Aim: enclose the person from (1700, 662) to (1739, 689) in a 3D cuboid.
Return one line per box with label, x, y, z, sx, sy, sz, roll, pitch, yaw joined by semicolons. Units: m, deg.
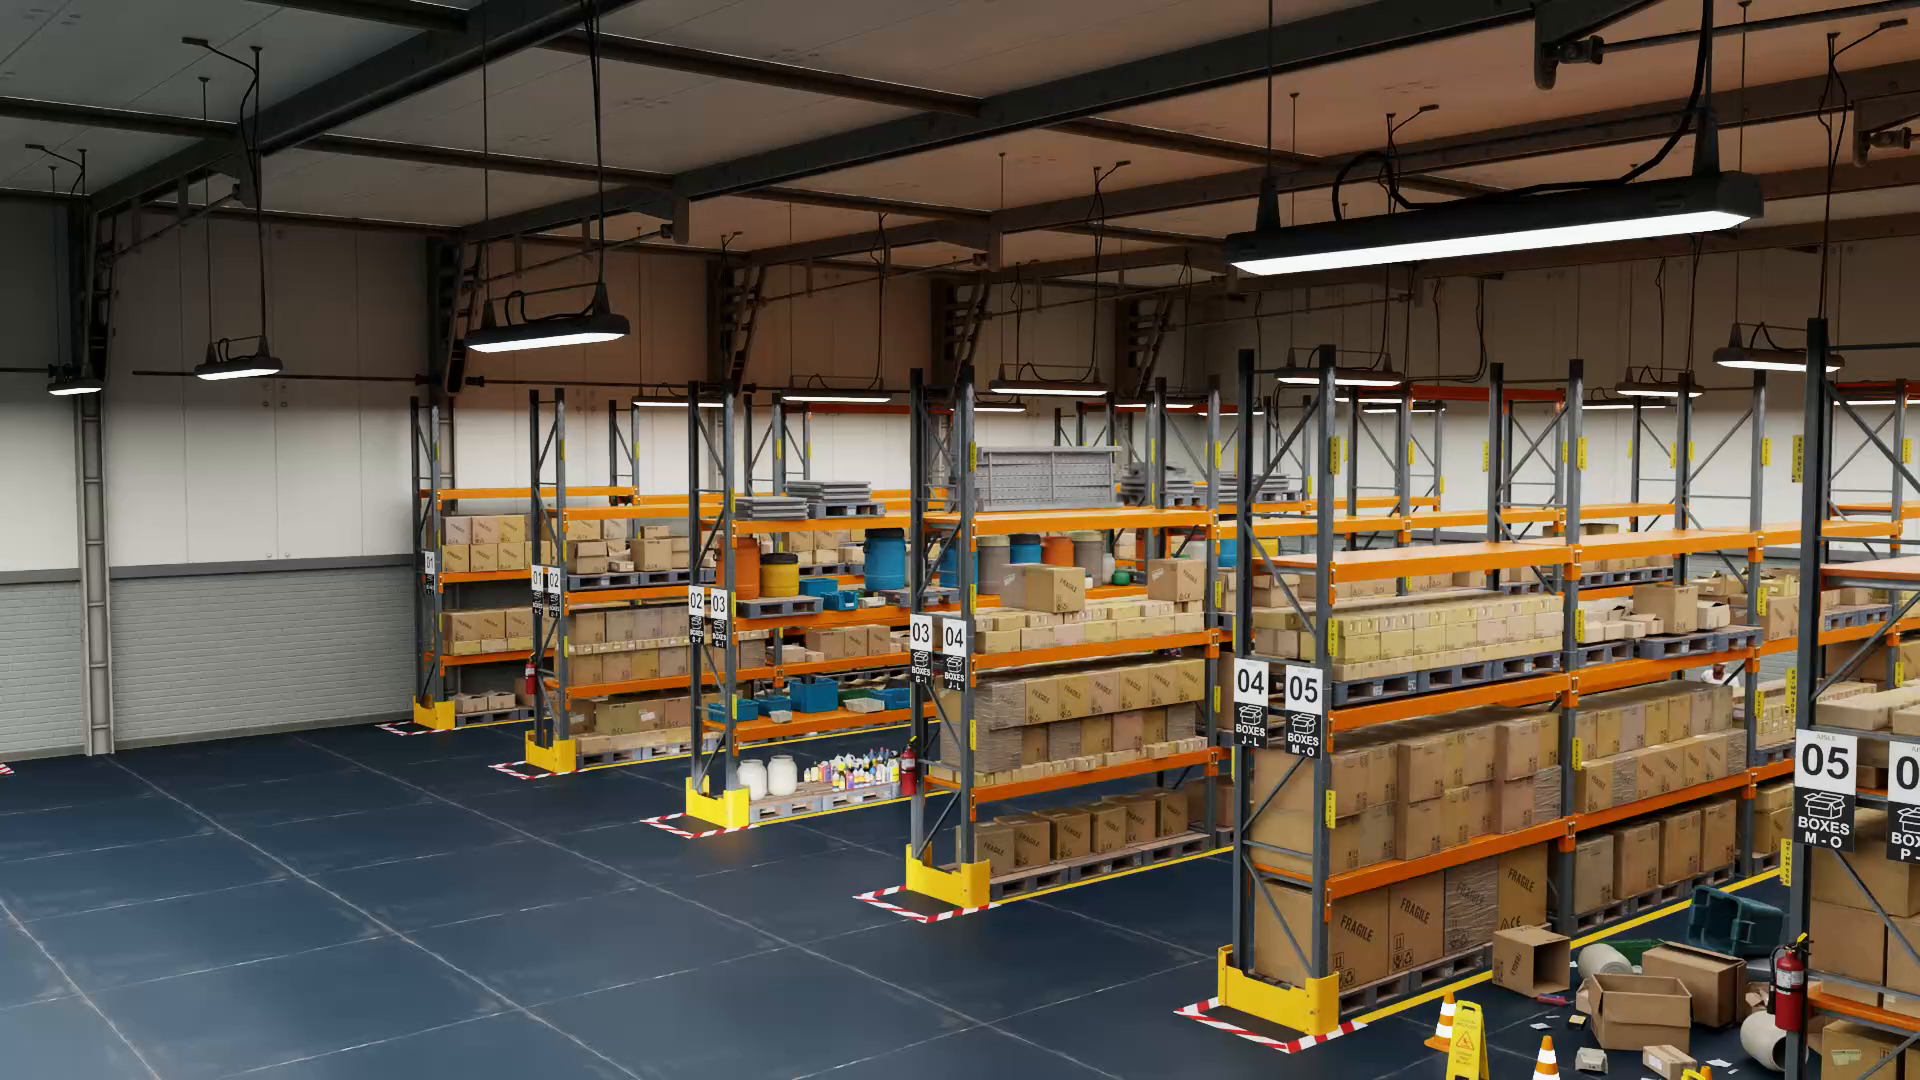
person;12.136;2.707;26.672;0.786;1.715;0.739;-3;4;-41
